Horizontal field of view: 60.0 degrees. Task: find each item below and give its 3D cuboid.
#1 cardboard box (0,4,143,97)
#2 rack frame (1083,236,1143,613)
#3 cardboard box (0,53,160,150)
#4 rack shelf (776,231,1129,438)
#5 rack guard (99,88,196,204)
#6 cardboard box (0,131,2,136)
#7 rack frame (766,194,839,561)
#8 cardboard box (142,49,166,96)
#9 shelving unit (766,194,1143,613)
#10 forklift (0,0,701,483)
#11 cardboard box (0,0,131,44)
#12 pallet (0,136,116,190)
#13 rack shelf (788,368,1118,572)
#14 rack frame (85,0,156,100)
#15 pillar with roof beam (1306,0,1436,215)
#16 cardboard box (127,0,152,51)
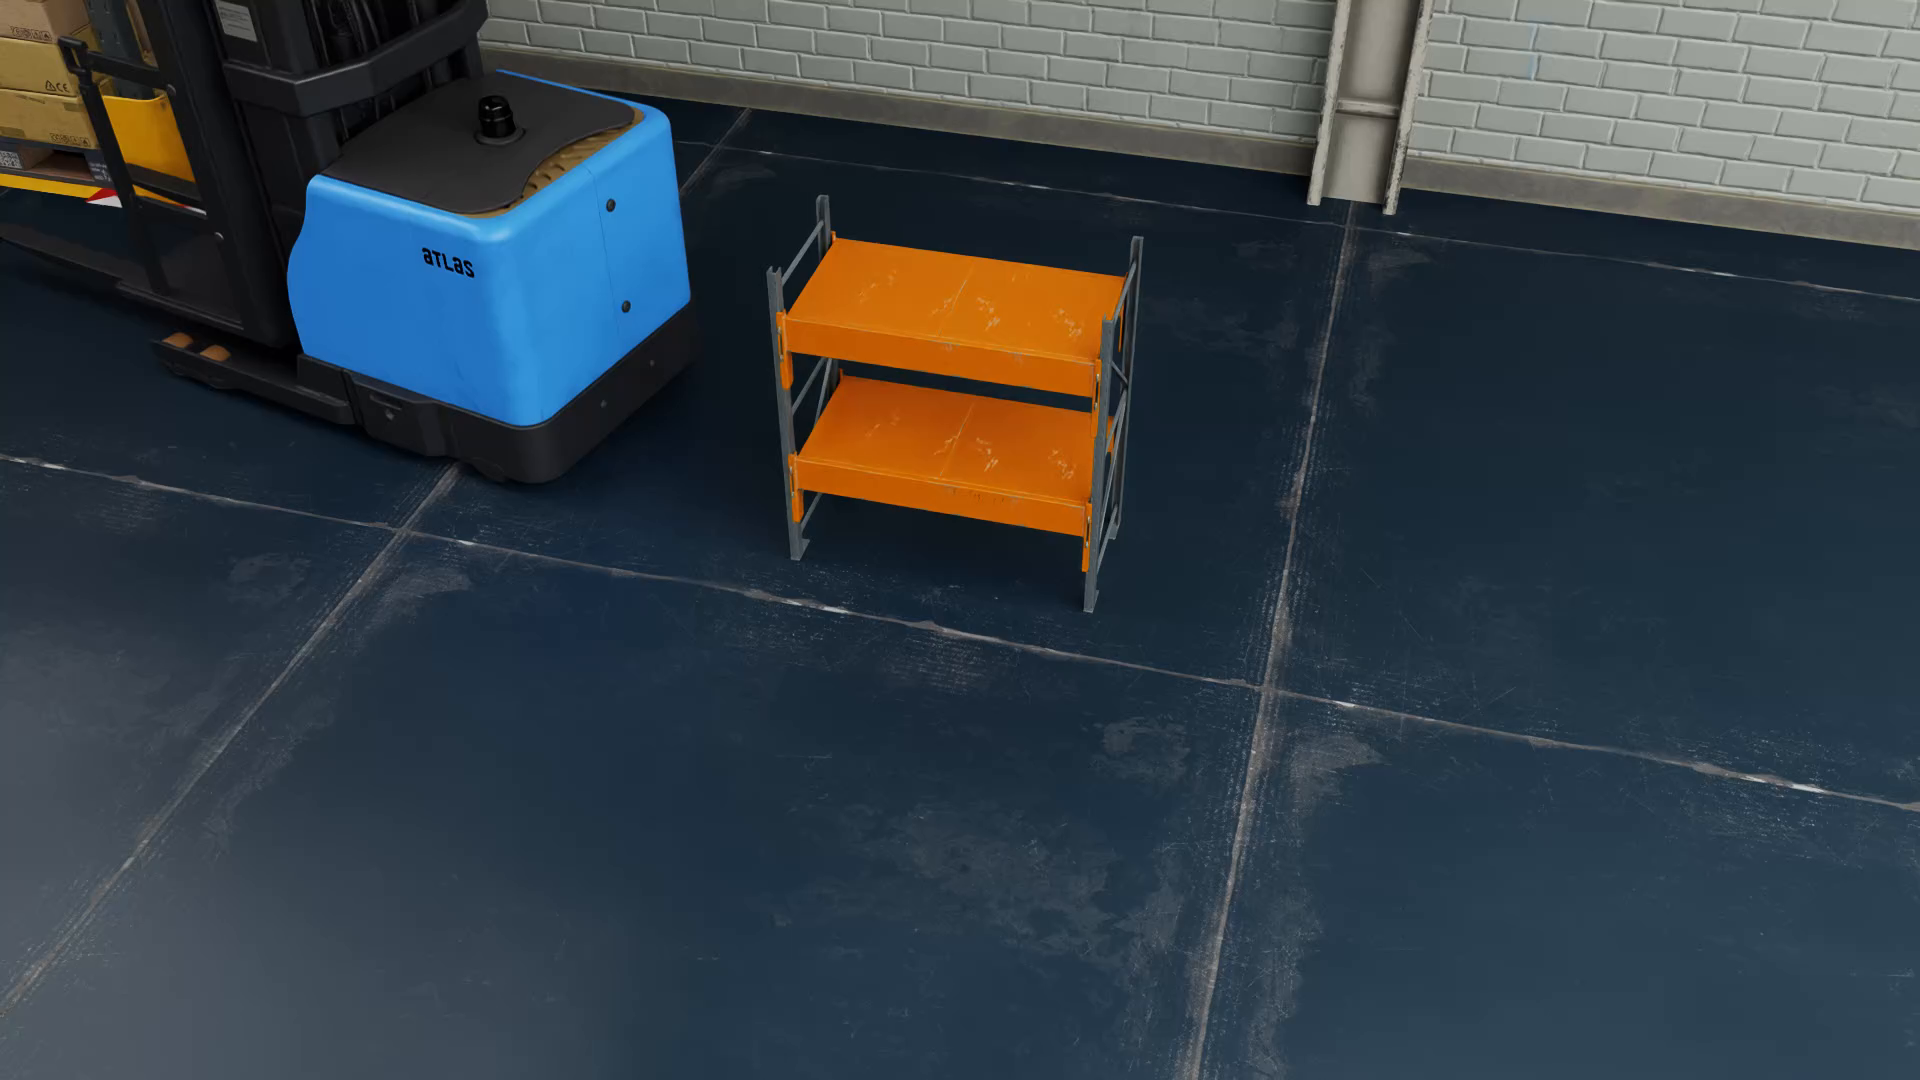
[{"bbox_3d":[-4.099,-2.249,7.518,0.500,0.250,0.500,9,41,11],"label":"cardboard box"},{"bbox_3d":[0.485,-0.347,5.289,0.032,1.125,0.500,10,41,11],"label":"rack frame"},{"bbox_3d":[-4.084,-2.053,7.673,0.500,0.250,0.500,10,41,12],"label":"cardboard box"},{"bbox_3d":[-0.007,-0.656,5.201,1.000,0.278,0.538,10,41,11],"label":"rack shelf"},{"bbox_3d":[-3.525,-2.102,7.864,0.348,0.500,1.175,10,41,11],"label":"rack guard"},{"bbox_3d":[-4.562,-2.141,7.779,0.500,0.250,0.500,10,41,11],"label":"cardboard box"},{"bbox_3d":[-0.498,-0.516,5.490,0.032,1.125,0.500,10,41,11],"label":"rack frame"},{"bbox_3d":[-3.972,-2.374,8.056,0.500,0.250,0.500,10,41,12],"label":"cardboard box"},{"bbox_3d":[-0.007,-0.432,5.390,1.048,1.125,0.538,10,41,11],"label":"shelving unit"},{"bbox_3d":[-2.564,-1.989,5.840,3.031,2.935,1.130,18,43,21],"label":"forklift"},{"bbox_3d":[-4.074,-2.437,7.353,0.500,0.250,0.500,11,41,13],"label":"cardboard box"},{"bbox_3d":[-4.298,-2.096,8.082,1.213,0.211,1.003,10,41,11],"label":"pallet"},{"bbox_3d":[-0.007,-0.245,5.547,1.000,0.278,0.538,10,41,11],"label":"rack shelf"},{"bbox_3d":[-3.548,-3.063,7.065,0.127,3.000,1.000,10,41,11],"label":"rack frame"},{"bbox_3d":[0.696,-2.364,1.568,0.400,9.000,9.100,10,41,11],"label":"pillar with roof beam"},{"bbox_3d":[-3.949,-2.570,7.900,0.500,0.250,0.500,10,41,12],"label":"cardboard box"}]
